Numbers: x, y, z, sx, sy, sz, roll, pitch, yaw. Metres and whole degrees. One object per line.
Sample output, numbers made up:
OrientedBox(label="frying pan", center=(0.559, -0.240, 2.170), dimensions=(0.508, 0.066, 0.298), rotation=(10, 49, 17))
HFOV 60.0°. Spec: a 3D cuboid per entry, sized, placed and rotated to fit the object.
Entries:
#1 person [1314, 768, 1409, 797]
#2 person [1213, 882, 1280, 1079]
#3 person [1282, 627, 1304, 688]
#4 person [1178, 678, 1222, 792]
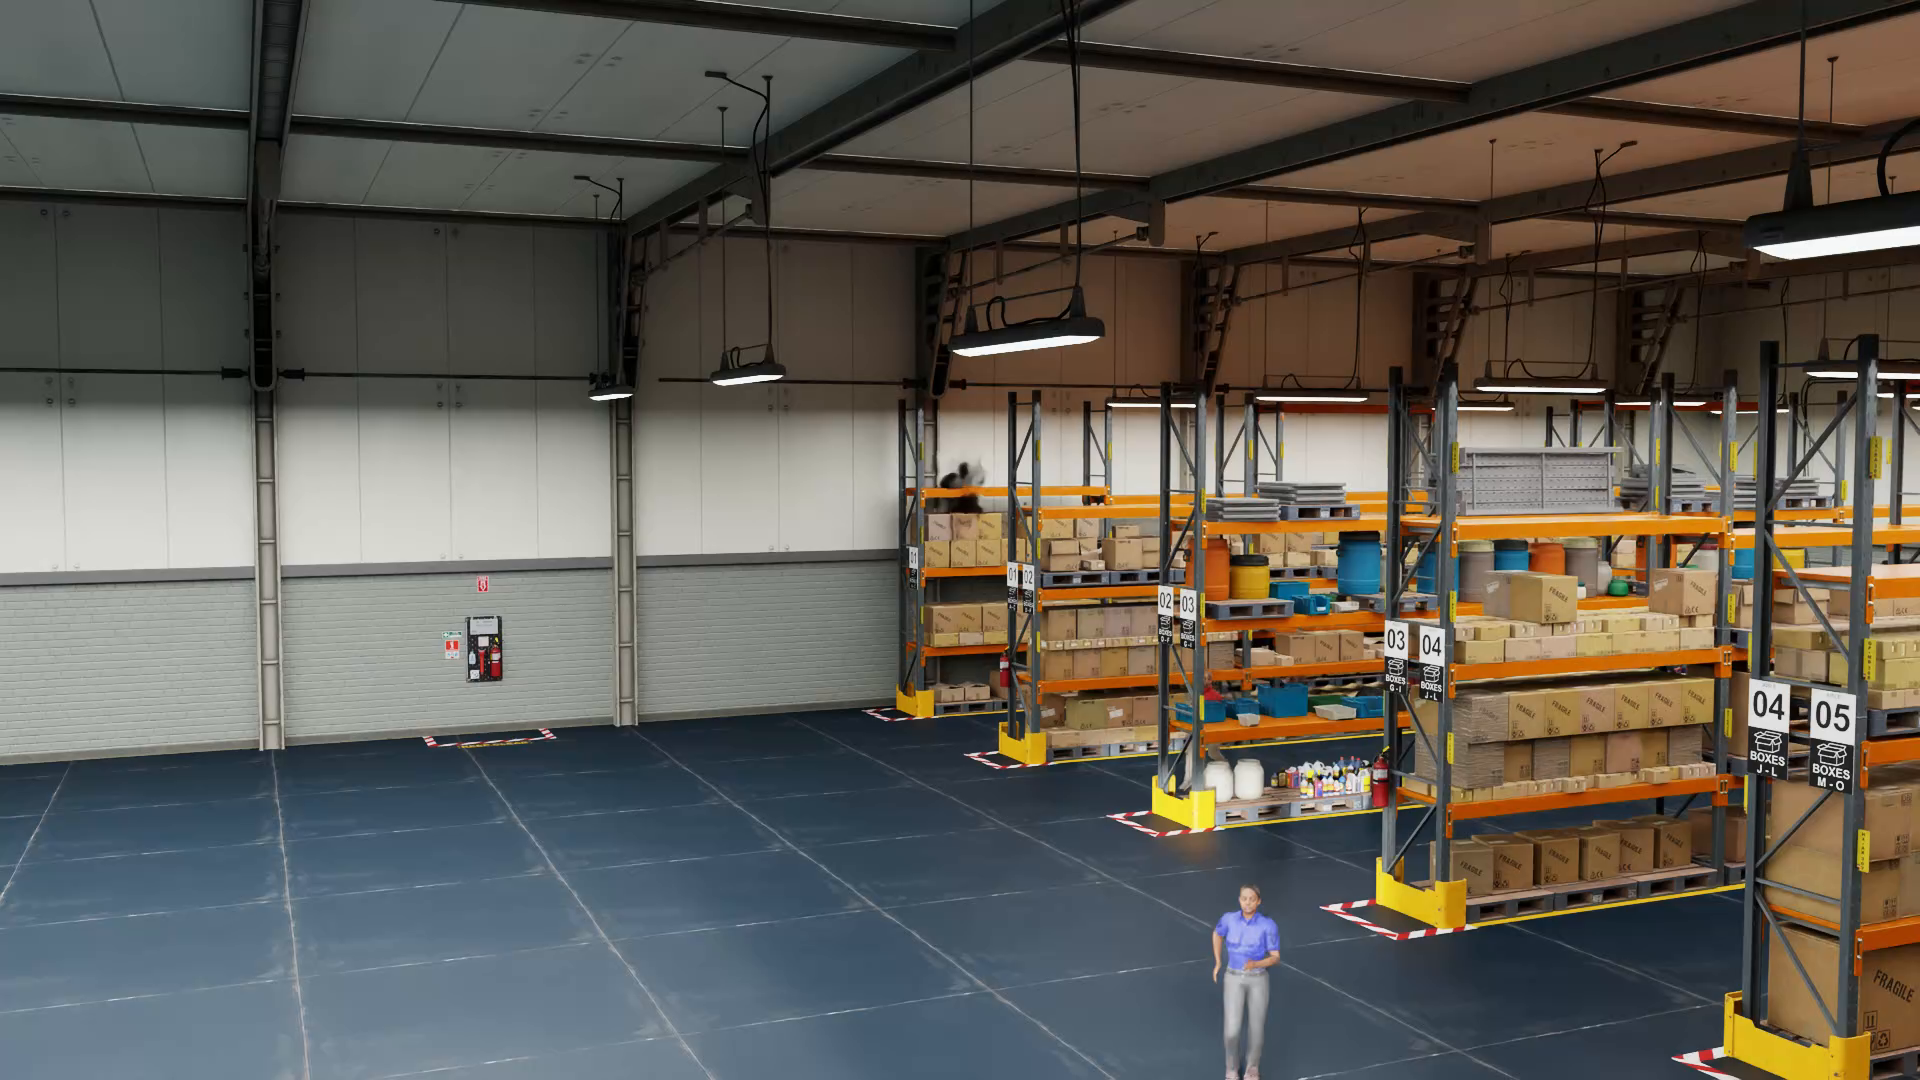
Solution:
OrientedBox(label="person", center=(11.232, 1.978, 25.699), dimensions=(13.243, 3.380, 22.124), rotation=(-2, 4, -35))
OrientedBox(label="person", center=(2.270, 3.571, 13.238), dimensions=(0.545, 1.656, 0.686), rotation=(1, 3, 12))
OrientedBox(label="person", center=(6.475, 2.481, 31.870), dimensions=(0.752, 1.628, 0.586), rotation=(-2, 4, -26))
OrientedBox(label="person", center=(12.956, 3.002, 22.684), dimensions=(13.520, 1.694, 14.878), rotation=(-2, 4, -36))
